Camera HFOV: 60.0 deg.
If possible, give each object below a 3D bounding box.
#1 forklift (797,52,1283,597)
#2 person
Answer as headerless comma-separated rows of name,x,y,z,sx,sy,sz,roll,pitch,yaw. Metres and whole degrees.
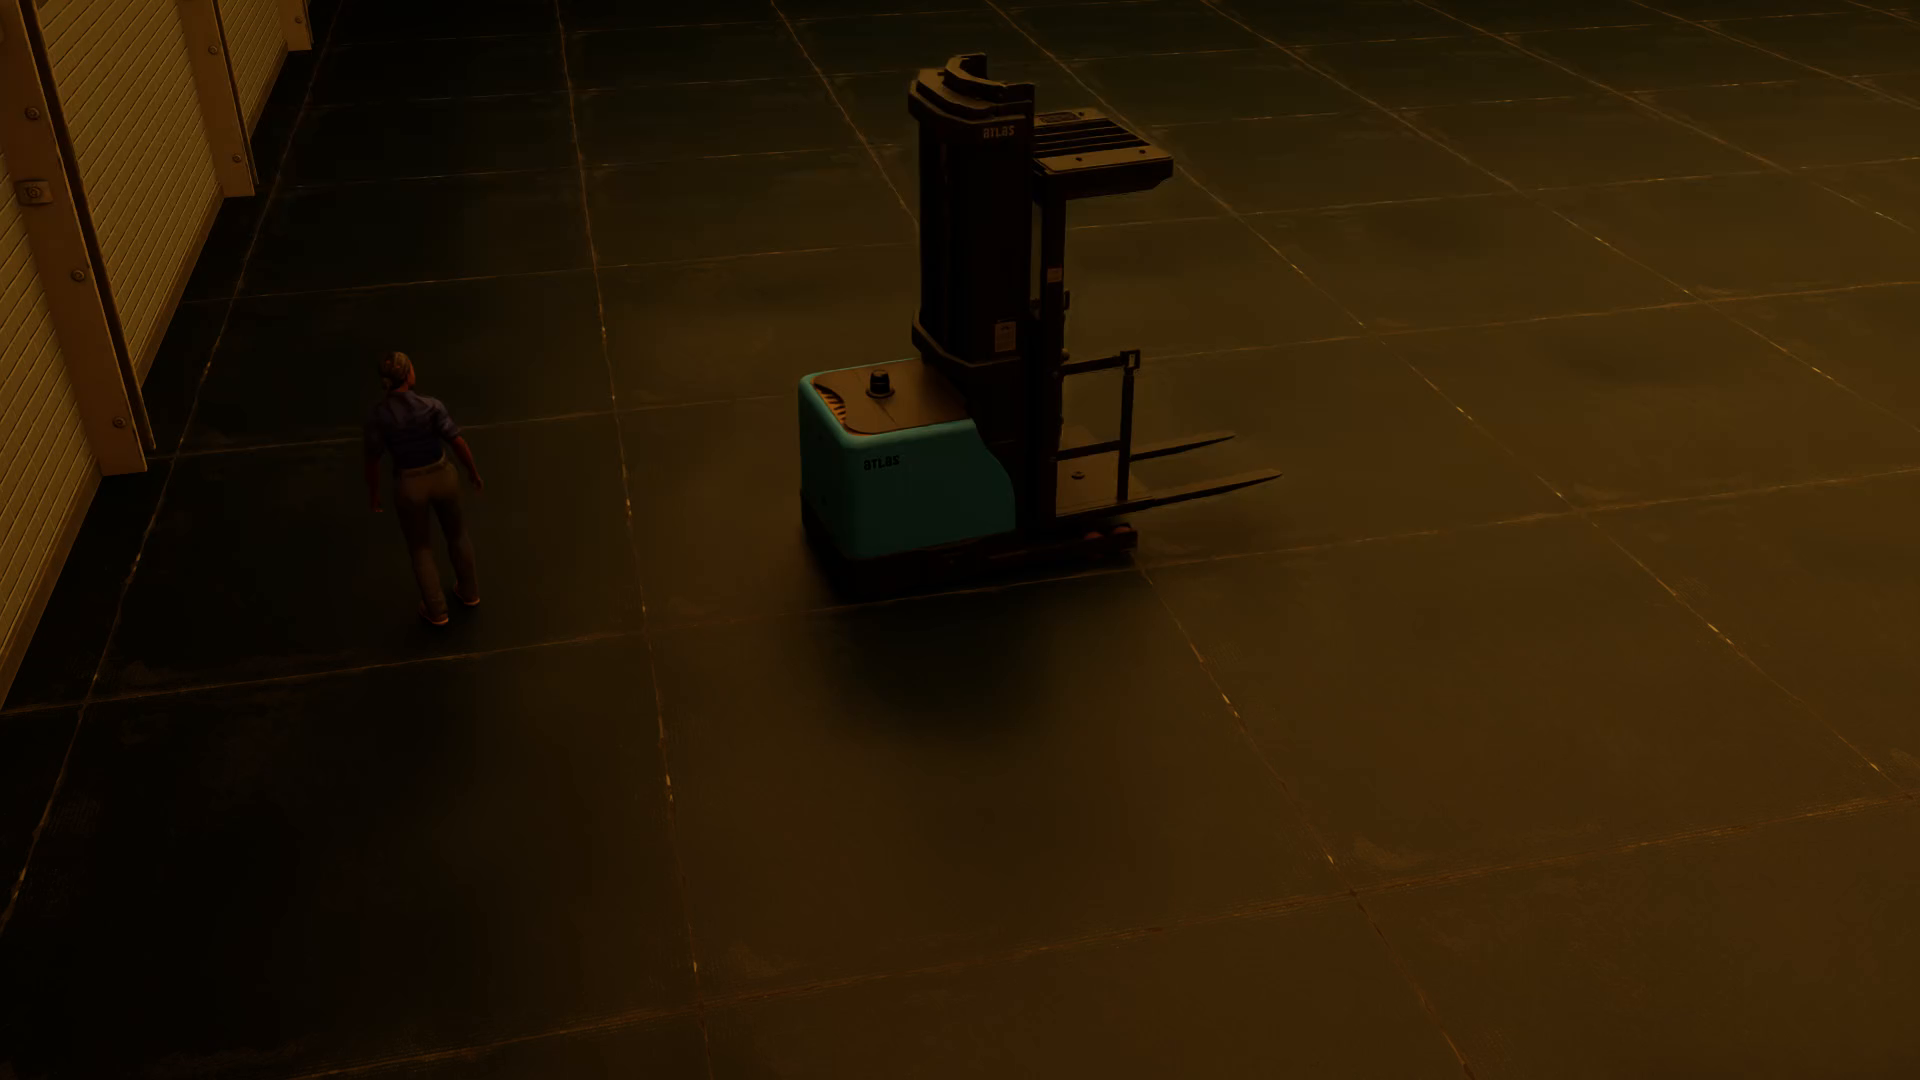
forklift,0.567,-1.385,9.966,3.031,2.935,1.130,-11,32,-18
person,-3.027,-0.317,9.402,0.623,1.653,0.430,-13,33,-21
